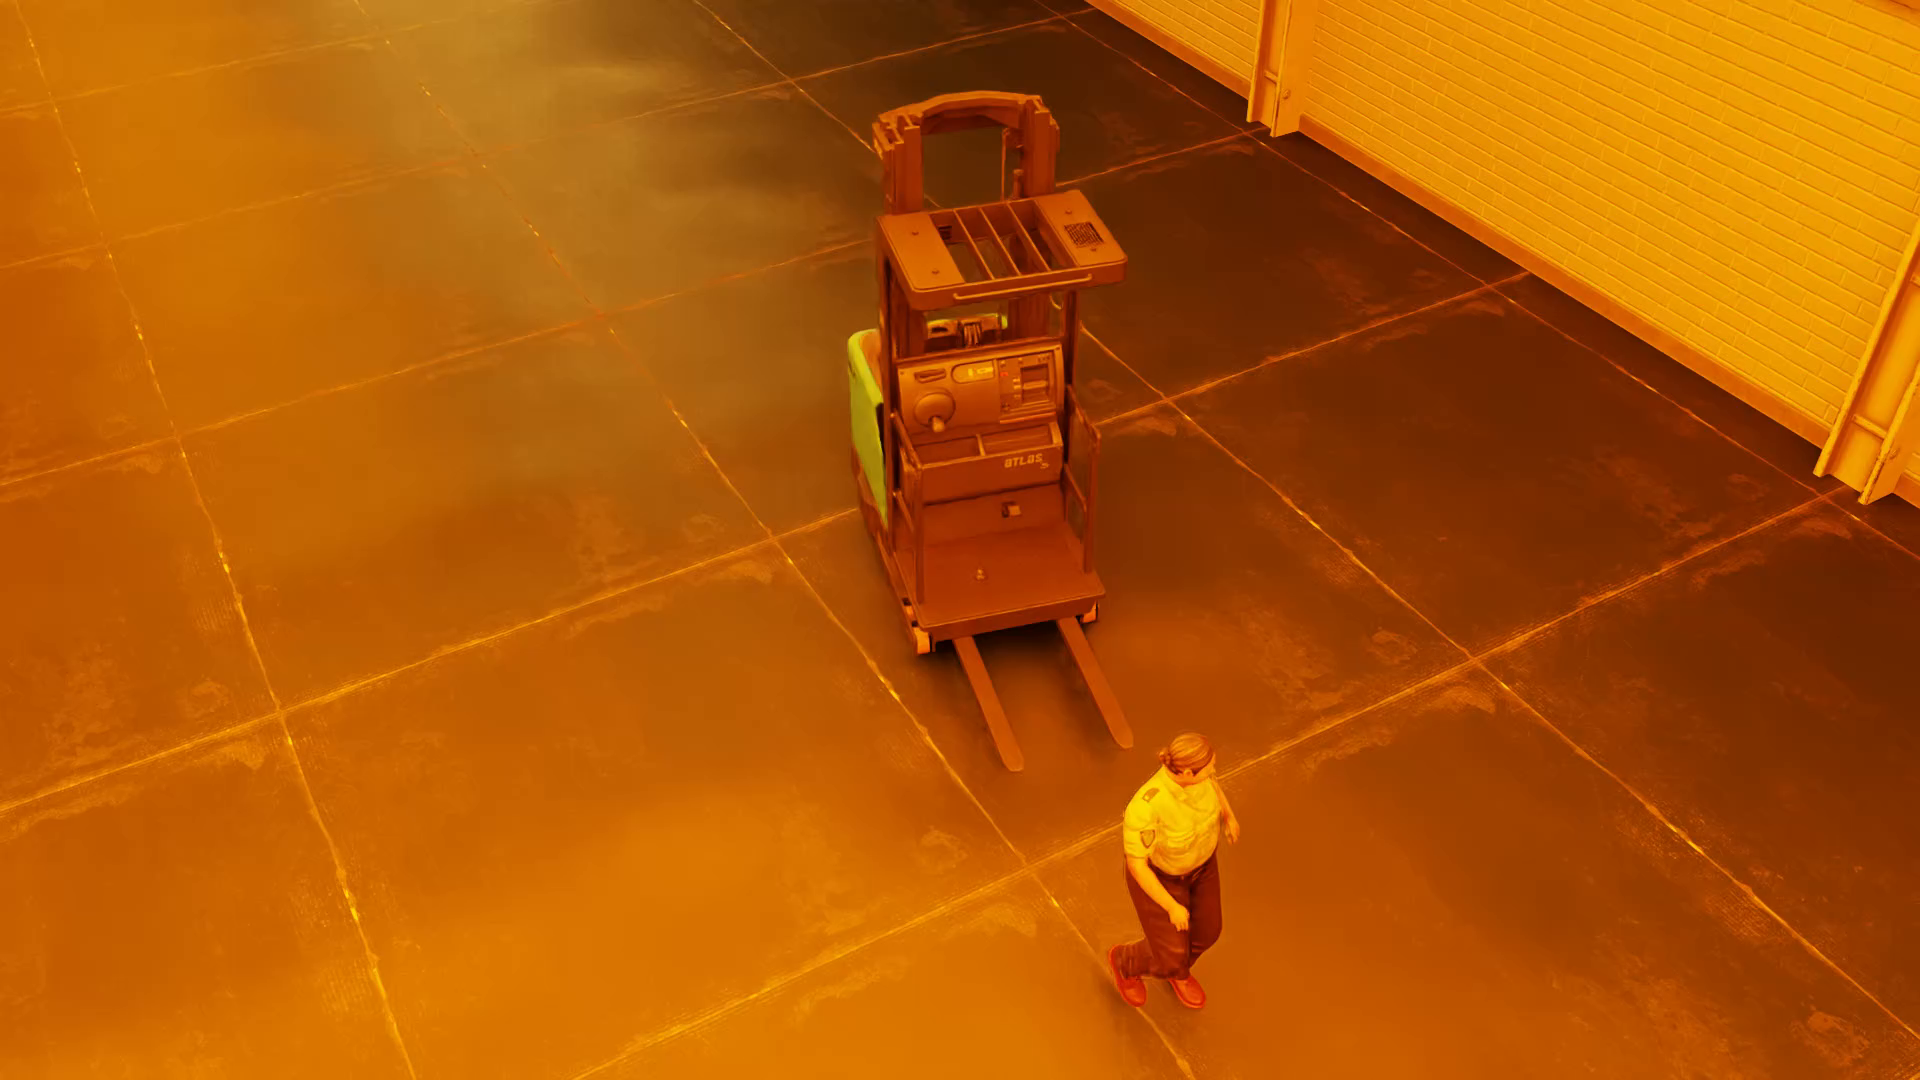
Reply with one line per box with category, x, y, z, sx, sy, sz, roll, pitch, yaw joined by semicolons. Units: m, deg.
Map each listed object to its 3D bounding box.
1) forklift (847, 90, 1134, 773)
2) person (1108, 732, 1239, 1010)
forklift;0.180;-0.751;8.942;1.130;2.935;3.031;-10;41;-12
person;1.001;1.454;7.324;0.710;1.619;0.453;-27;46;-28
